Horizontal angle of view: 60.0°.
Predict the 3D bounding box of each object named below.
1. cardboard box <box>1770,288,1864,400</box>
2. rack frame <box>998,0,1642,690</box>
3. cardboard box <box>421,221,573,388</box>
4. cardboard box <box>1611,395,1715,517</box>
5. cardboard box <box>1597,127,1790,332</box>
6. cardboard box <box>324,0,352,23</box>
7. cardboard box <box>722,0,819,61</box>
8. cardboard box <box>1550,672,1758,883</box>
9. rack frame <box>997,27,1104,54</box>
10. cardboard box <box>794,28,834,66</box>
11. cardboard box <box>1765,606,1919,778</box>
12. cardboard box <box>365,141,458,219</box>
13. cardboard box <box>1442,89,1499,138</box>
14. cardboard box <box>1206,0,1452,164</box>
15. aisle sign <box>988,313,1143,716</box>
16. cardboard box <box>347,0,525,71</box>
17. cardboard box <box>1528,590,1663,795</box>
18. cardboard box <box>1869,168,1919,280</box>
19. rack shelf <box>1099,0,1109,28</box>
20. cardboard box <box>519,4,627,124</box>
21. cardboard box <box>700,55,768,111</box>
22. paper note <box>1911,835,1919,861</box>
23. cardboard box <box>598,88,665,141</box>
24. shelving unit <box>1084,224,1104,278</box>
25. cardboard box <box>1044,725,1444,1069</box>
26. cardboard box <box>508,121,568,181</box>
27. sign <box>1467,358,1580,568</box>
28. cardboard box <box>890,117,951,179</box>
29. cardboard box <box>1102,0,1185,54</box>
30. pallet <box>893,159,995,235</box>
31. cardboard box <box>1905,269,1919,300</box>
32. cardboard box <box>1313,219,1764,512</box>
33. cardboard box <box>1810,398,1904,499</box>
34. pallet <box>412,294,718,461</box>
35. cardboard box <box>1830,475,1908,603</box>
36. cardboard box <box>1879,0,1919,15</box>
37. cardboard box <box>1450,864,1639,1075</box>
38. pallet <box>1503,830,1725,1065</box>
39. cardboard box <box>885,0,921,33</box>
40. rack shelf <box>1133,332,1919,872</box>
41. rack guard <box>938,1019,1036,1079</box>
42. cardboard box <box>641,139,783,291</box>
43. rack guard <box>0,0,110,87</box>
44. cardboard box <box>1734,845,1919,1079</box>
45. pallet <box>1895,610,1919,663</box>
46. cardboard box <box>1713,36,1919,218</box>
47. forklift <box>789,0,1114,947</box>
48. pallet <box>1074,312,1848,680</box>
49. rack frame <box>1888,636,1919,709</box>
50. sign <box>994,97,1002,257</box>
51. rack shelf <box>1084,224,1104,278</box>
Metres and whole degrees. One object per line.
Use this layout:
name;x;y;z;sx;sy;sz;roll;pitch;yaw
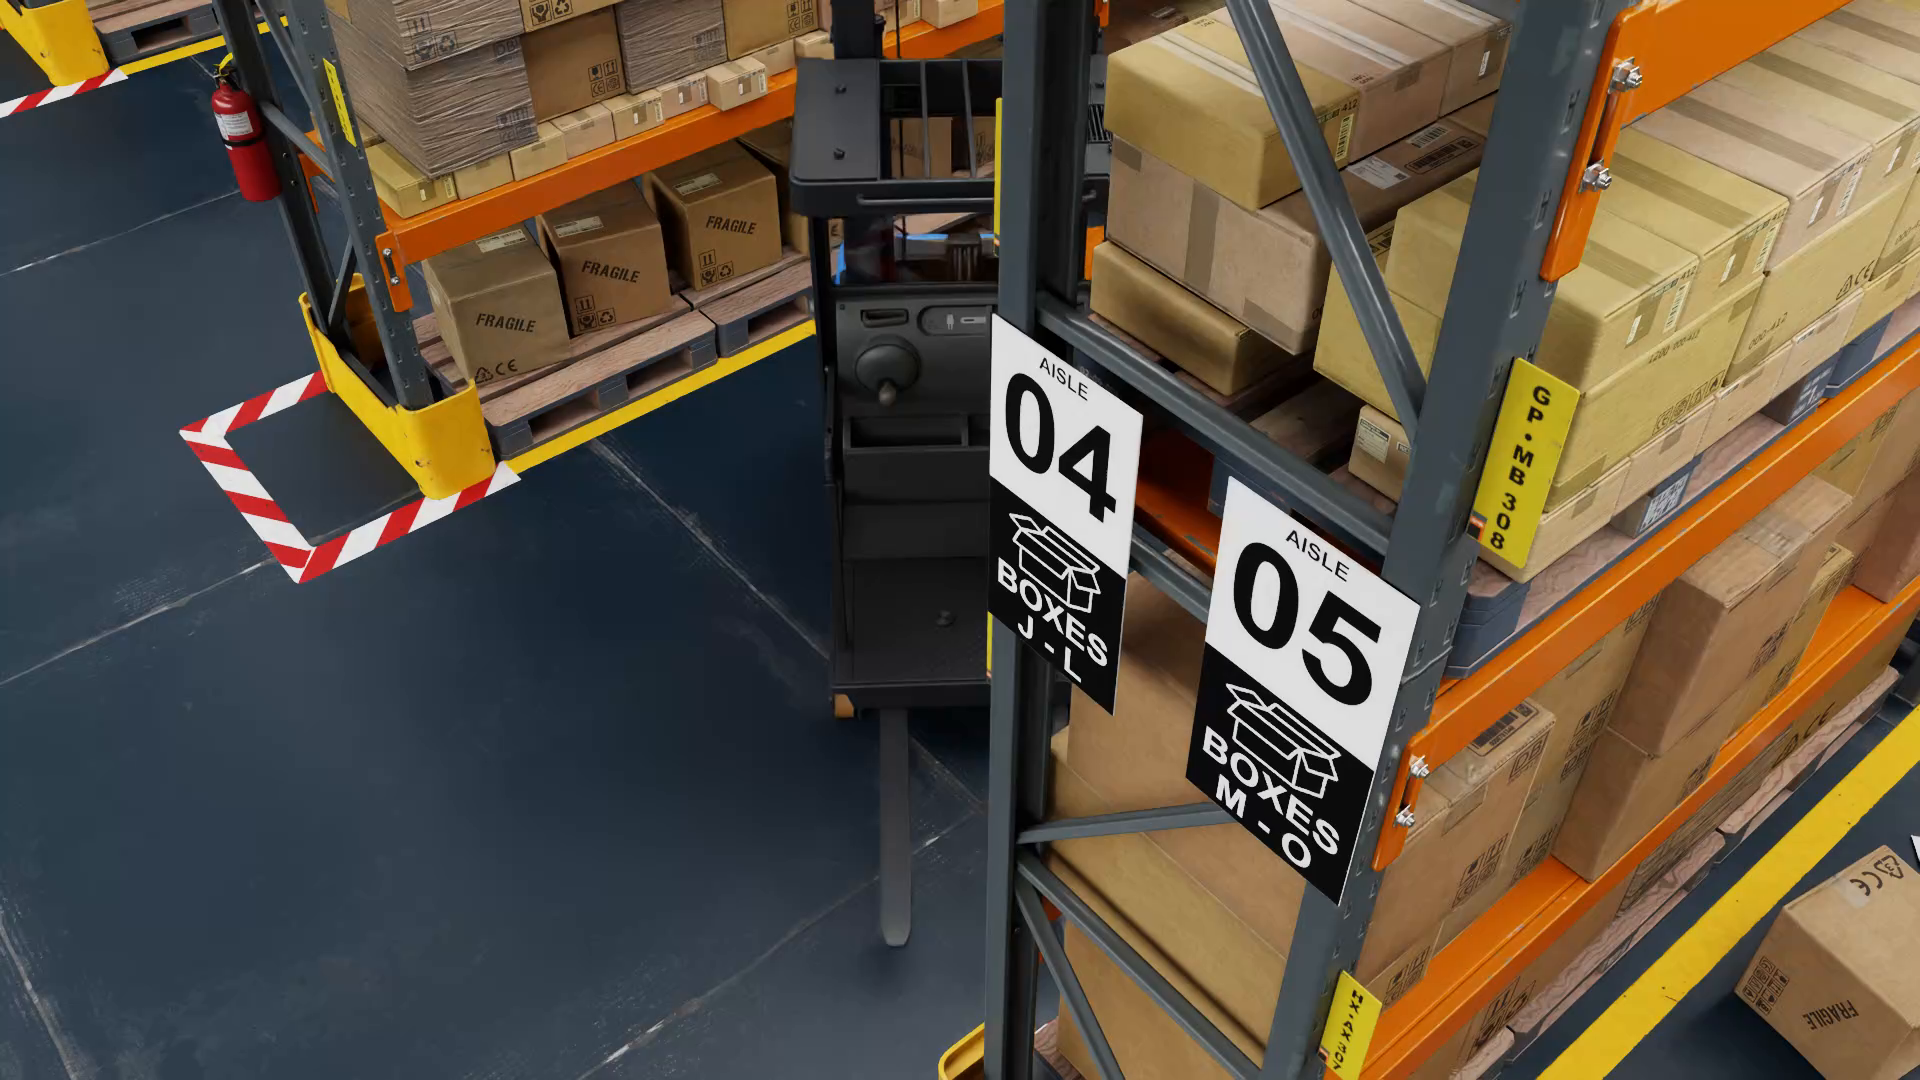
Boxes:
cardboard box;1.485;-0.463;3.218;0.250;0.149;0.380;-29;51;-28
rack frame;0.435;-1.143;1.947;0.127;3.000;1.000;-30;51;-28
cardboard box;-2.180;-1.112;7.816;0.500;0.500;0.500;-21;47;-21
cardboard box;1.099;-0.242;2.983;0.250;0.149;0.380;-29;51;-28
cardboard box;1.088;-0.527;2.704;0.250;0.149;0.380;-30;51;-28
cardboard box;-2.407;-2.485;6.738;0.500;0.500;0.500;-30;51;-28
cardboard box;-1.122;-2.670;7.665;0.500;0.500;0.875;-30;51;-28
cardboard box;1.608;0.370;4.609;0.550;0.550;0.875;-30;51;-28
rack frame;0.398;-3.362;8.692;0.127;3.000;1.000;-30;51;-28
cardboard box;-0.738;-2.370;7.820;0.250;0.149;0.380;-30;51;-28
cardboard box;2.976;0.148;6.200;0.875;0.875;0.875;-29;50;-27
cardboard box;-2.298;-1.513;6.907;0.250;0.149;0.380;-30;51;-28
cardboard box;1.015;-0.874;3.364;0.500;0.250;0.500;-30;51;-28
cardboard box;0.668;-0.873;3.072;0.250;0.149;0.380;-30;51;-28
aisle sign;0.188;-0.030;3.245;0.004;0.787;0.394;-30;51;-28
cardboard box;-2.073;-2.213;6.448;0.500;0.500;0.500;-30;51;-28
cardboard box;1.107;0.163;4.040;0.550;0.550;0.875;-30;51;-28
cardboard box;1.745;-0.815;3.302;0.500;0.250;0.500;-30;51;-28
rack shelf;1.932;-3.978;9.874;4.000;0.370;1.077;-30;51;-28
cardboard box;-1.924;-2.259;7.228;0.500;0.500;0.875;-30;51;-28
cardboard box;-1.086;-2.121;7.555;0.250;0.149;0.380;-30;51;-28
paper note;3.568;1.140;6.067;0.147;0.020;0.142;7;44;7
cardboard box;-1.518;-1.942;7.363;0.250;0.149;0.380;-30;51;-28
shelving unit;0.846;-1.442;7.744;1.083;1.500;0.587;-14;45;-15
cardboard box;0.690;0.803;4.148;0.550;0.550;0.875;-30;51;-28
cardboard box;-1.893;-1.715;7.122;0.250;0.149;0.380;-30;51;-28
sign;0.786;-0.103;2.334;0.005;0.325;0.100;-30;51;-28
cardboard box;-0.369;-2.193;8.967;0.500;0.500;0.500;-15;45;-16
cardboard box;0.883;-2.869;9.672;0.500;0.500;0.700;-34;53;-31
pallet;-0.094;-2.032;9.313;1.213;0.211;1.003;-30;51;-28
cardboard box;1.872;-0.684;3.453;0.250;0.149;0.380;-30;51;-28
cardboard box;0.970;-0.370;2.828;0.500;0.250;0.500;-30;51;-28
cardboard box;1.947;-0.313;4.547;0.500;0.550;0.875;-30;51;-28
pallet;-1.966;-0.960;8.172;1.213;0.211;1.003;-30;51;-28
cardboard box;2.331;-0.170;5.184;0.550;0.550;0.875;-30;51;-28
cardboard box;1.871;-0.975;3.181;0.250;0.149;0.380;-30;51;-28
cardboard box;1.586;0.945;5.351;0.875;0.875;0.875;-31;51;-28
pallet;1.933;1.135;5.941;1.213;0.211;1.003;-30;51;-28
cardboard box;-0.403;-2.629;8.096;0.250;0.149;0.380;-30;51;-28
rack shelf;1.969;-0.665;4.155;4.000;0.370;1.077;-30;51;-28
rack guard;0.416;1.966;4.845;0.348;0.500;1.175;-30;51;-28
cardboard box;-1.251;-1.658;8.397;0.500;0.500;0.500;-25;49;-24
rack guard;-5.820;-3.353;10.508;0.348;0.500;1.175;-30;51;-28
cardboard box;2.971;1.418;5.427;0.500;0.500;0.500;-21;47;-21
pallet;4.047;-0.075;7.229;1.213;0.211;1.003;-30;51;-28
cardboard box;1.478;-0.750;2.941;0.250;0.149;0.380;-29;51;-27
forklift;0.035;-0.597;5.798;1.130;2.935;3.031;-1;43;-2
pallet;0.997;-0.348;3.357;1.213;0.211;1.003;-30;51;-28
rack frame;3.503;-0.713;5.871;0.127;3.000;1.000;-30;51;-28
sign;0.097;-0.634;3.008;0.005;0.325;0.100;-30;51;-28
rack shelf;0.837;-1.309;7.864;1.000;0.185;0.538;-14;45;-15
